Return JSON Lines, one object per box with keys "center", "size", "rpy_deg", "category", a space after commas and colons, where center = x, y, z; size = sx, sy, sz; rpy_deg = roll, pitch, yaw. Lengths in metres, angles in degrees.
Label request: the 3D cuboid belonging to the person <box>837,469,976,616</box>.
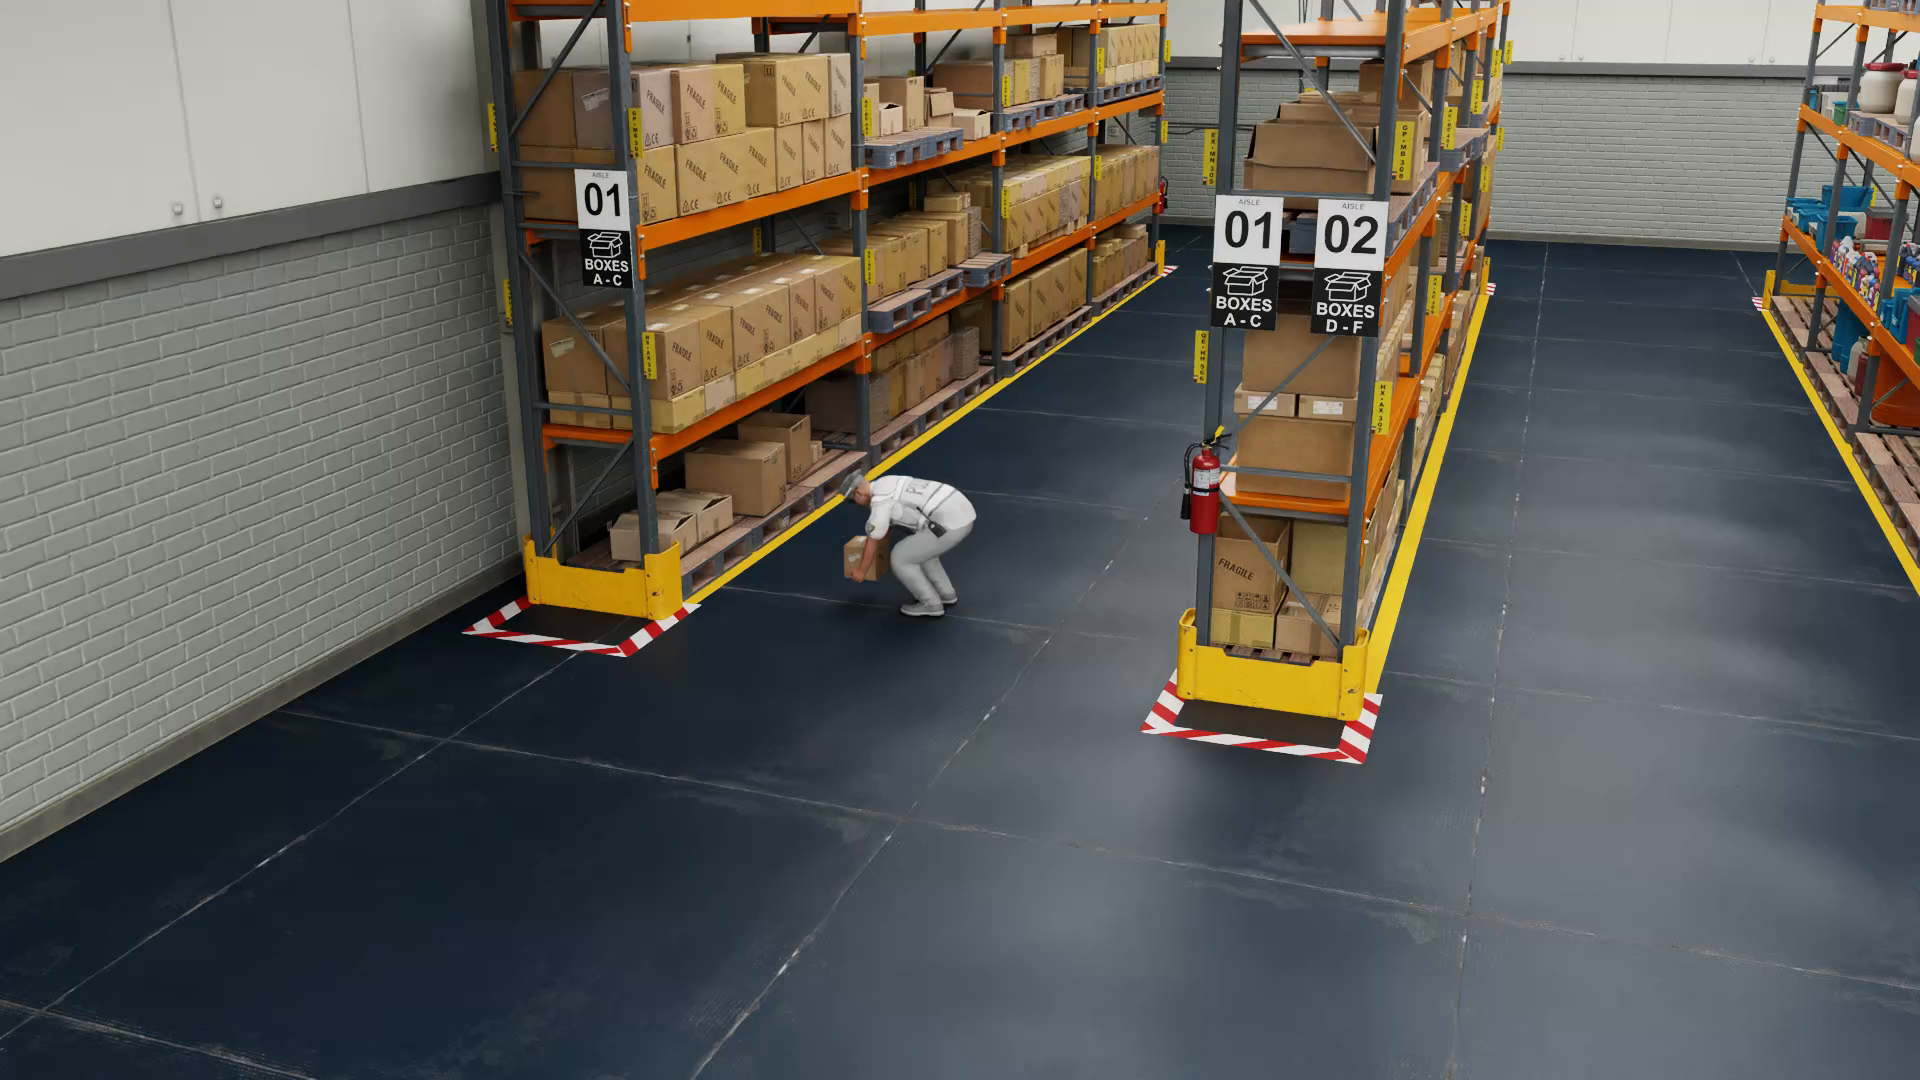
{"center": [-0.401, 0.001, 12.193], "size": [1.022, 1.028, 0.544], "rpy_deg": [5, 19, 16], "category": "person"}
